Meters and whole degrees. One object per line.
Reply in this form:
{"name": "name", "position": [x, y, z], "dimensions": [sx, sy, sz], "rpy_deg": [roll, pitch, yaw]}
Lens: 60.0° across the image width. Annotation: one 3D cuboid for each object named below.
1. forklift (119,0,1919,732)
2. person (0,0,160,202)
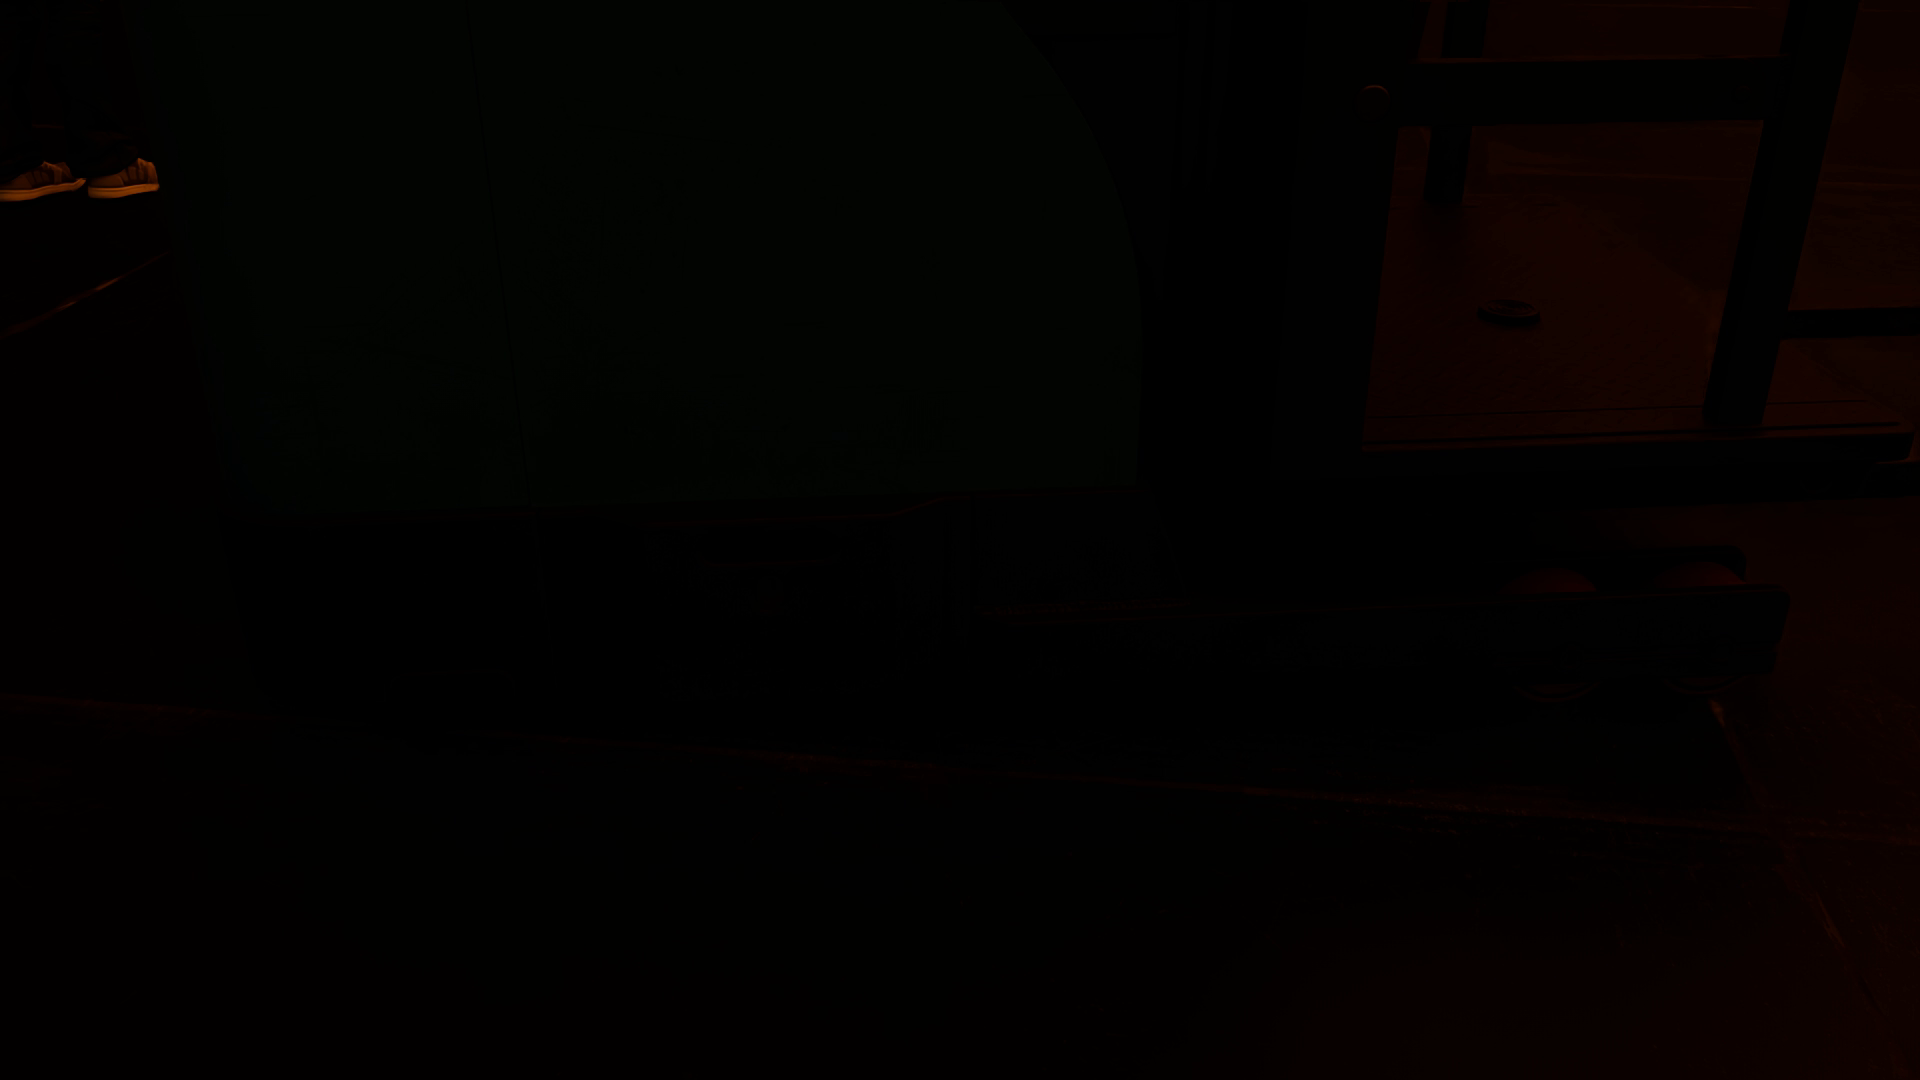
{"name": "forklift", "position": [0.610, -1.341, 1.905], "dimensions": [3.031, 2.935, 1.130], "rpy_deg": [-2, 27, -5]}
{"name": "person", "position": [-2.271, -1.606, 3.944], "dimensions": [0.595, 1.590, 0.430], "rpy_deg": [15, 30, 28]}
